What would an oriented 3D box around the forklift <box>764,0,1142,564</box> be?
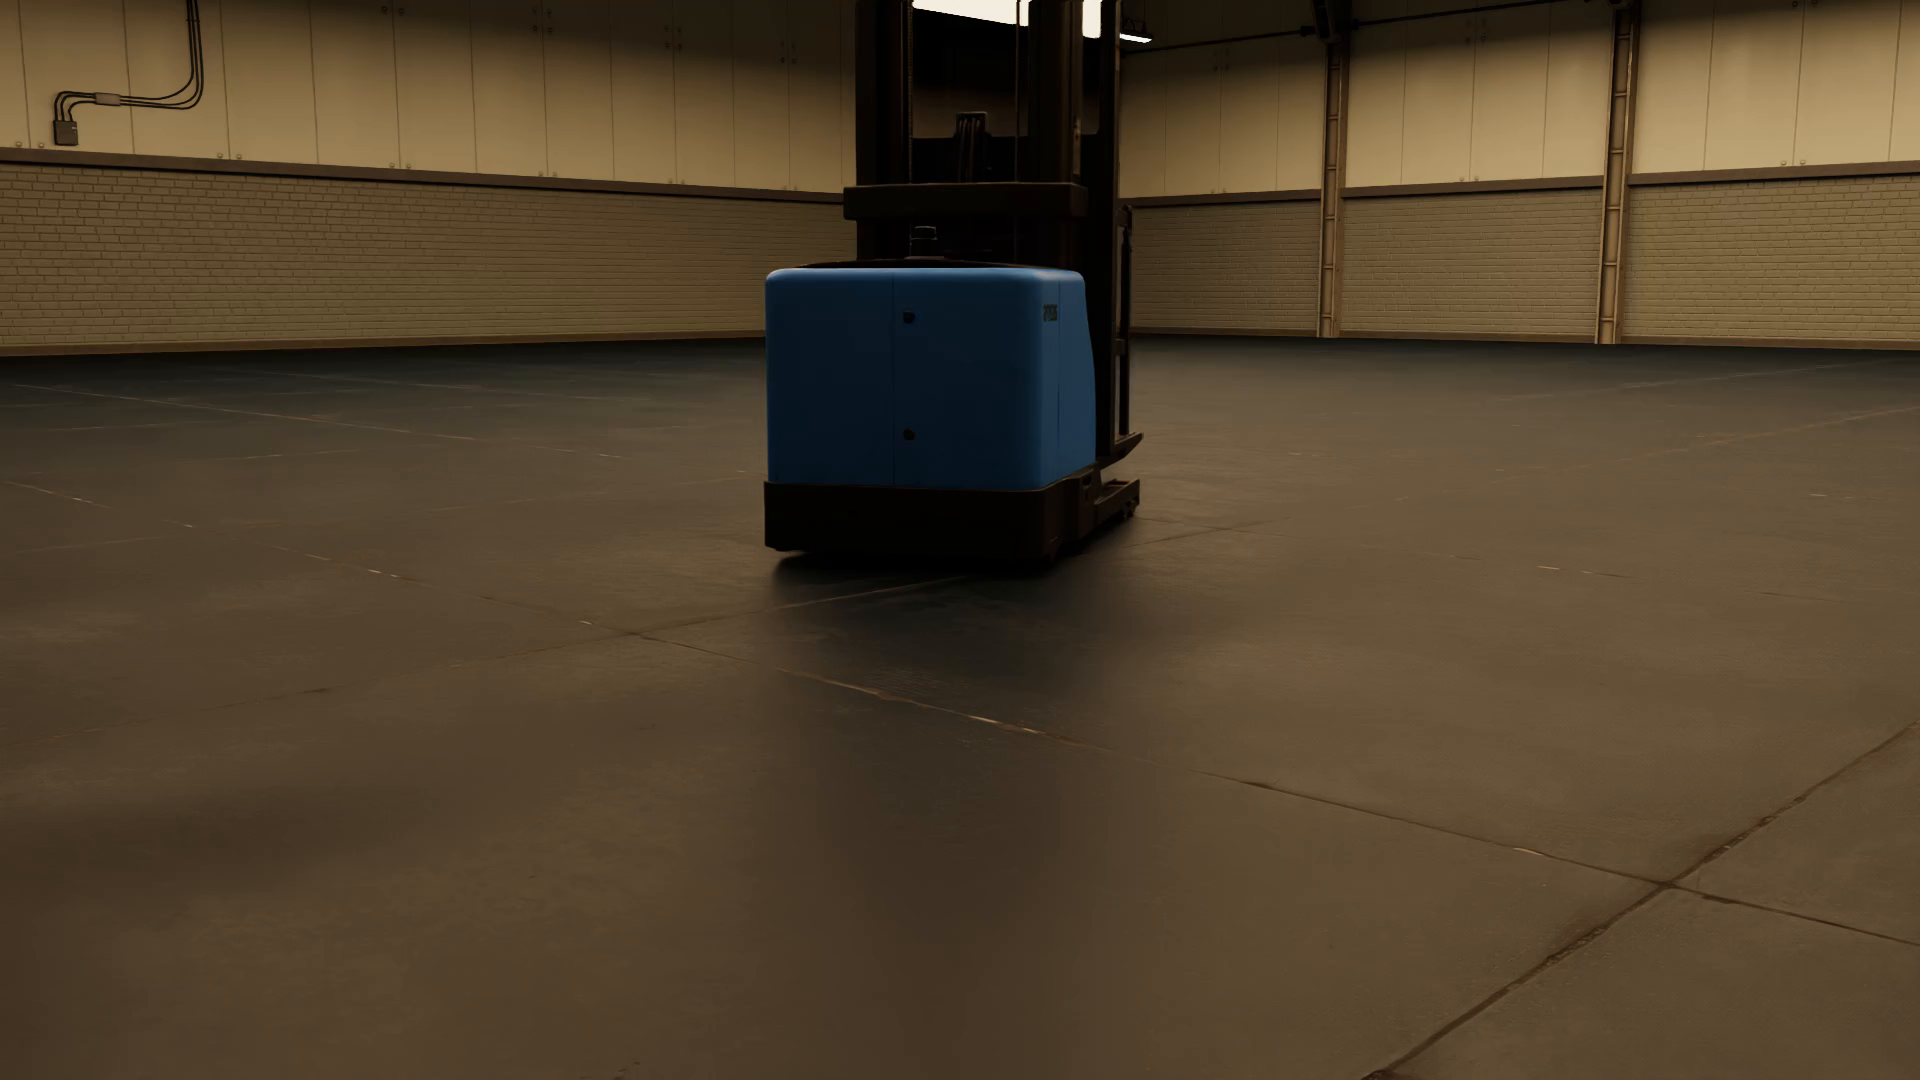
[{"bbox_3d":[0.183,-1.544,7.127,1.130,2.935,3.031,2,9,16],"label":"forklift"}]
